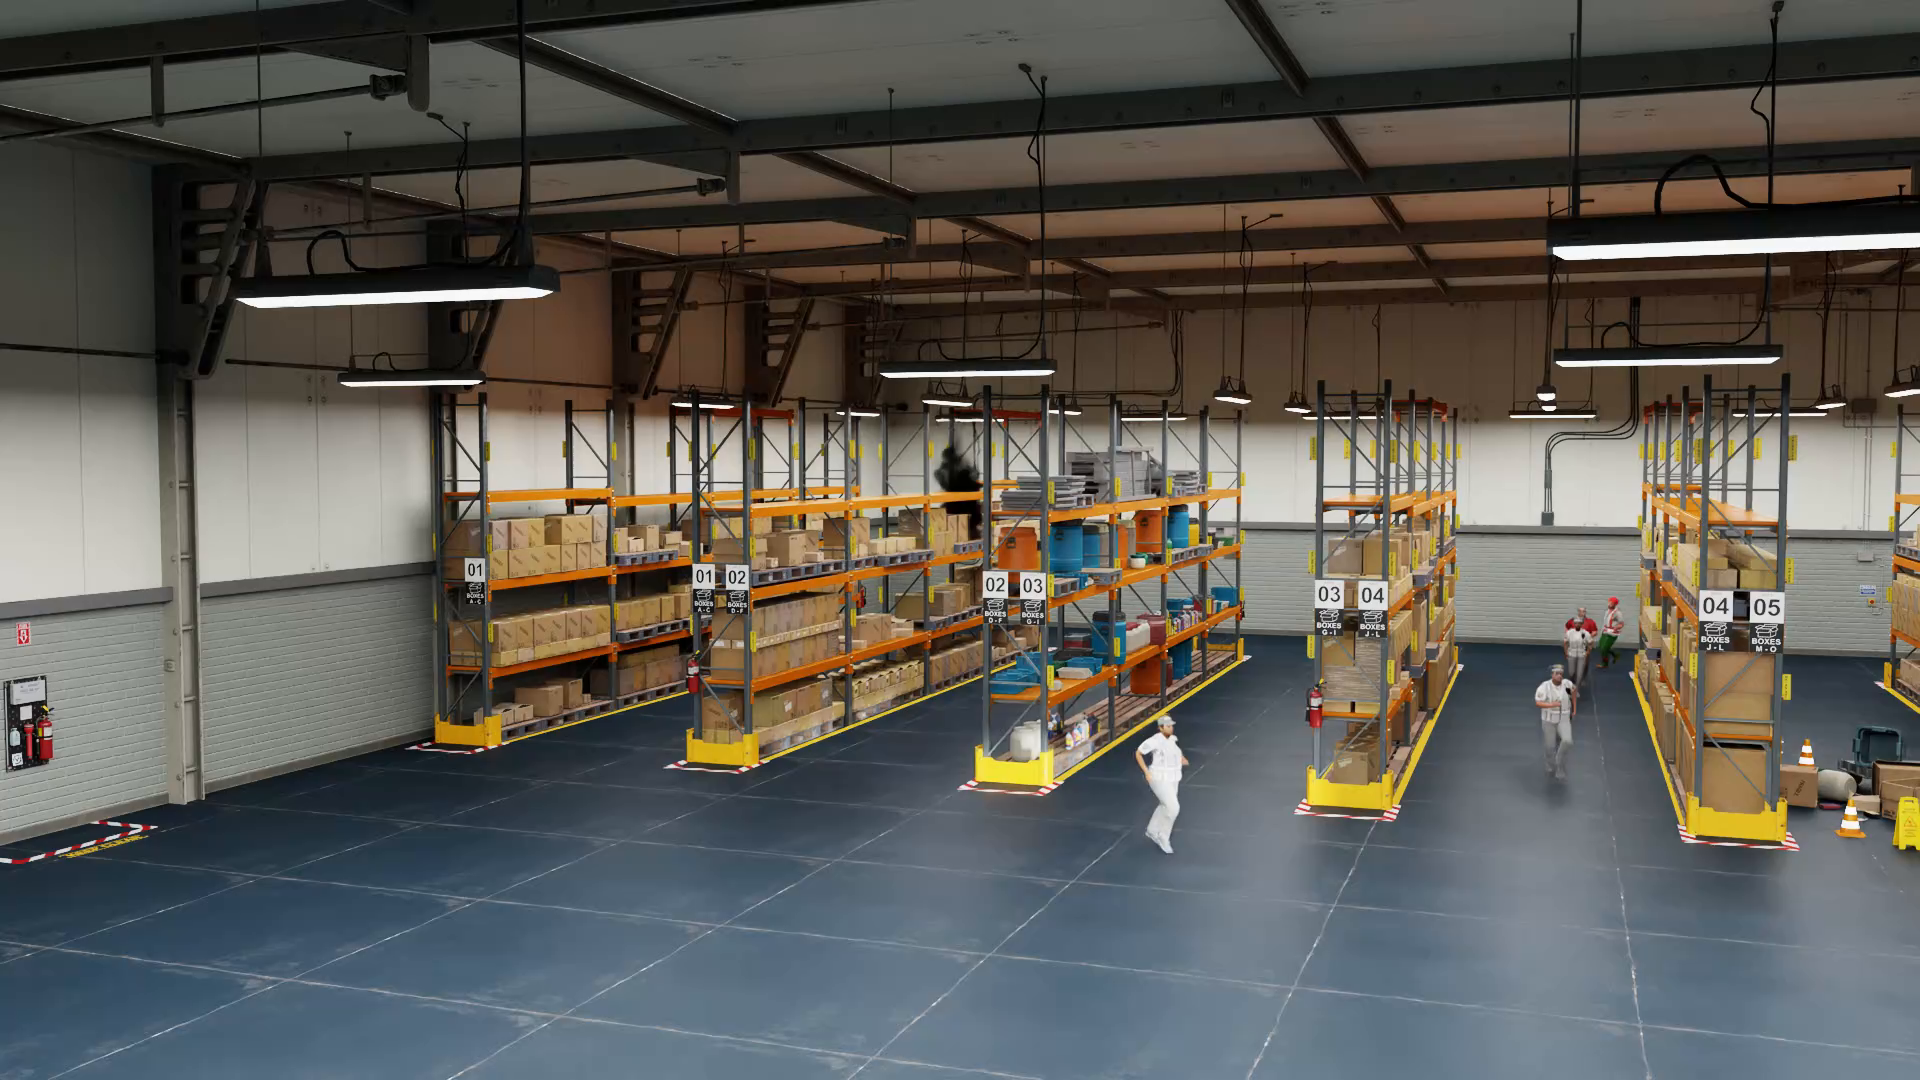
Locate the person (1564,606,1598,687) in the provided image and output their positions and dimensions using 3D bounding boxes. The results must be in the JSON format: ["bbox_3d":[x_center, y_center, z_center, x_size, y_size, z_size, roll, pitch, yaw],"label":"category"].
[{"bbox_3d":[13.030,2.284,34.896,0.639,1.793,0.797,1,3,17],"label":"person"}]

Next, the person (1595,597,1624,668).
[{"bbox_3d":[14.981,2.135,38.085,0.629,1.677,0.724,0,3,-8],"label":"person"}]

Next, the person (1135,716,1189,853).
[{"bbox_3d":[2.581,3.070,20.932,0.720,1.707,0.577,3,4,45],"label":"person"}]

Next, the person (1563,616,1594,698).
[{"bbox_3d":[12.601,2.375,33.883,0.593,1.670,0.556,1,3,22],"label":"person"}]

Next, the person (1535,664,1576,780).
[{"bbox_3d":[9.138,2.769,25.461,0.692,1.786,0.838,0,3,3],"label":"person"}]
